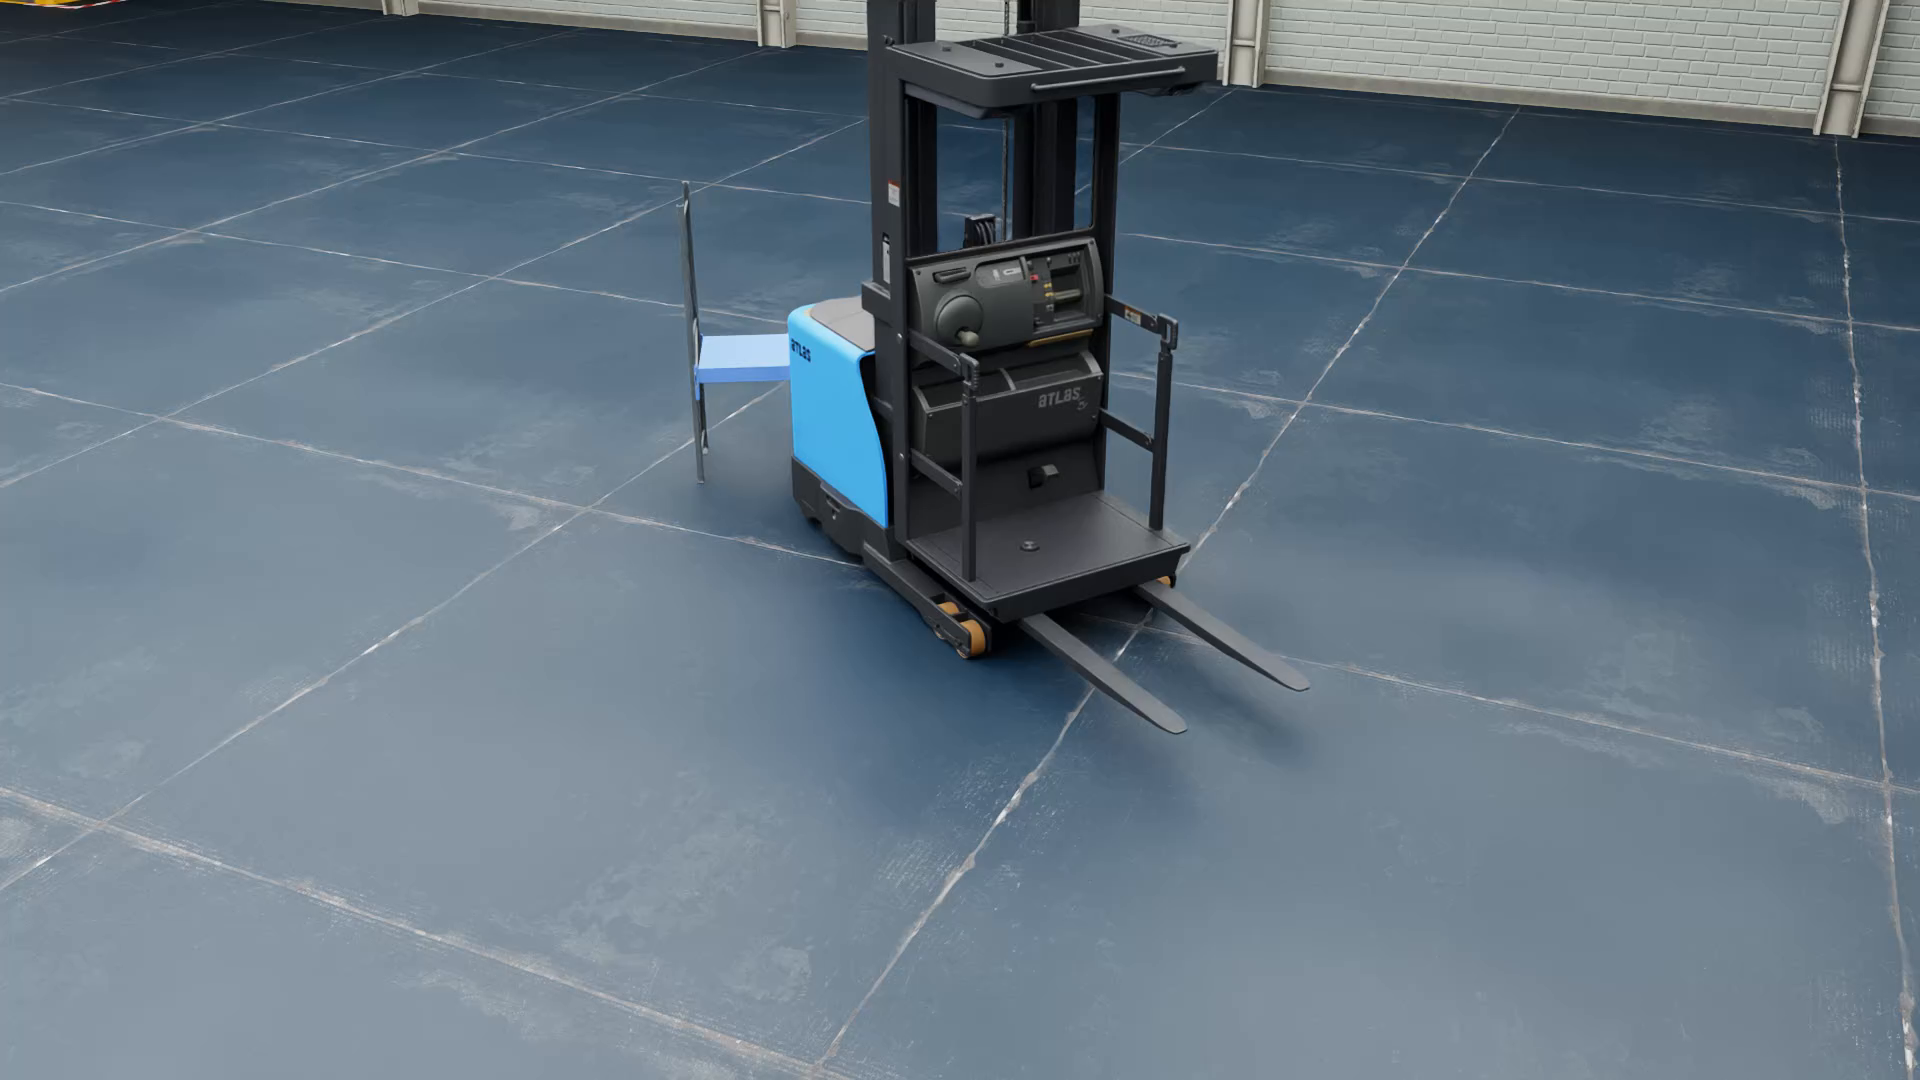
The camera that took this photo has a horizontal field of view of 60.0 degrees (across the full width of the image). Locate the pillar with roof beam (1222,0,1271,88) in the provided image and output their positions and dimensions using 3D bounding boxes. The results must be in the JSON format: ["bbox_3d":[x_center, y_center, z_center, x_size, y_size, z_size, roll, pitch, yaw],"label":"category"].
[{"bbox_3d":[1.393,-7.420,13.133,0.400,9.000,9.100,11,28,22],"label":"pillar with roof beam"}]

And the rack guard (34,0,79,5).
[{"bbox_3d":[-12.928,-8.135,24.207,0.348,0.500,1.175,11,28,22],"label":"rack guard"}]

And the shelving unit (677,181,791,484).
[{"bbox_3d":[-0.897,-1.103,8.793,1.048,1.500,0.538,-2,26,-5],"label":"shelving unit"}]

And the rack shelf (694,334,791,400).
[{"bbox_3d":[-0.897,-0.942,8.872,1.000,0.185,0.538,-2,26,-5],"label":"rack shelf"}]

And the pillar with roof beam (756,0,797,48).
[{"bbox_3d":[-4.069,-8.517,15.361,0.400,9.000,9.100,11,28,22],"label":"pillar with roof beam"}]

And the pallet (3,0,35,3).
[{"bbox_3d":[-13.663,-8.133,24.530,1.213,0.211,1.003,11,28,22],"label":"pallet"}]

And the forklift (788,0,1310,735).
[{"bbox_3d":[0.327,-1.035,7.033,1.130,2.935,3.031,-15,30,-27],"label":"forklift"}]

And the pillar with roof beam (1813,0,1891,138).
[{"bbox_3d":[6.855,-6.323,10.905,0.400,9.000,9.100,11,28,22],"label":"pillar with roof beam"}]

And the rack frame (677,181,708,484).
[{"bbox_3d":[-1.403,-1.083,8.752,0.032,1.500,0.500,-2,26,-5],"label":"rack frame"}]

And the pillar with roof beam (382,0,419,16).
[{"bbox_3d":[-9.530,-9.614,17.590,0.400,9.000,9.100,11,28,22],"label":"pillar with roof beam"}]
